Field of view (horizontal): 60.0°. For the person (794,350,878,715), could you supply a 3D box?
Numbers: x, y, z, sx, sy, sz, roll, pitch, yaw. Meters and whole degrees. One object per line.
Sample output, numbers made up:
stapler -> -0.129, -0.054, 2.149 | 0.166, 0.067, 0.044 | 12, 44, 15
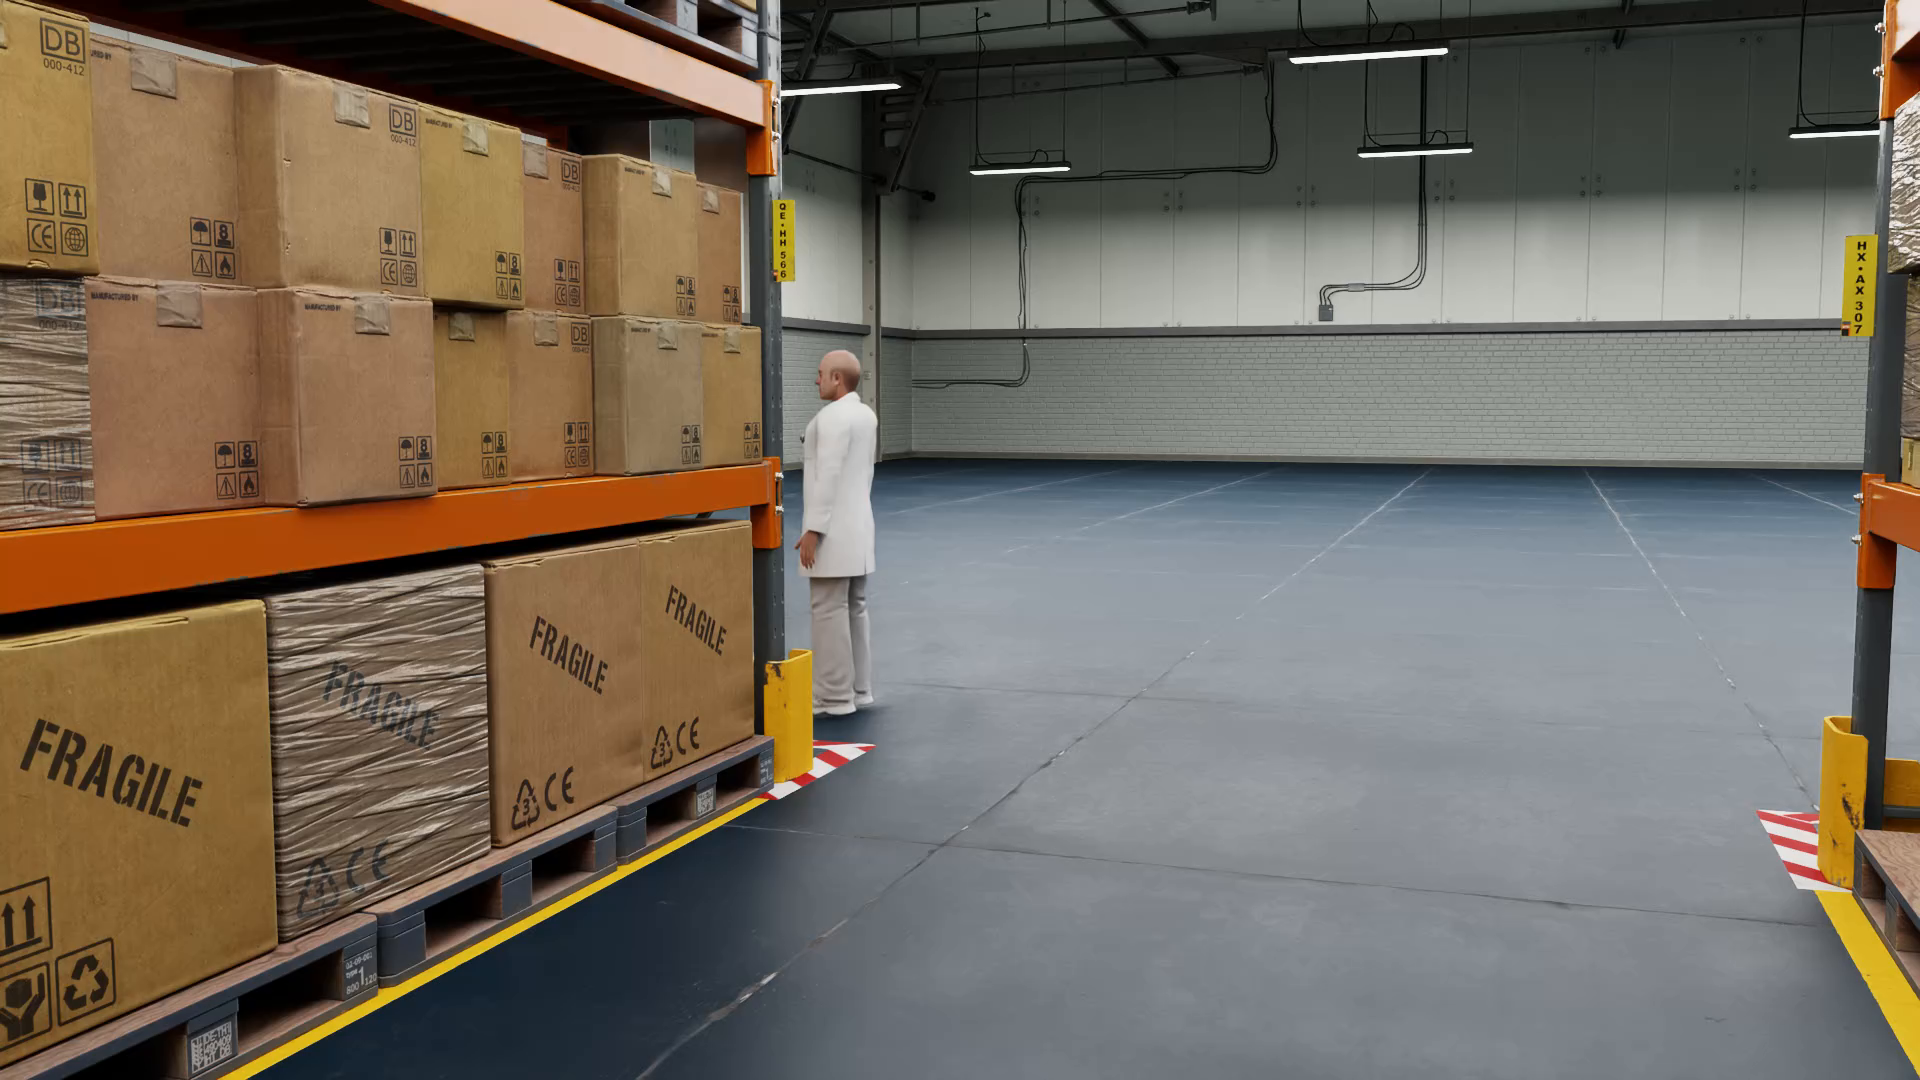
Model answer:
person -> -0.649, -0.039, 8.229 | 0.400, 1.790, 0.615 | 2, 5, 20
